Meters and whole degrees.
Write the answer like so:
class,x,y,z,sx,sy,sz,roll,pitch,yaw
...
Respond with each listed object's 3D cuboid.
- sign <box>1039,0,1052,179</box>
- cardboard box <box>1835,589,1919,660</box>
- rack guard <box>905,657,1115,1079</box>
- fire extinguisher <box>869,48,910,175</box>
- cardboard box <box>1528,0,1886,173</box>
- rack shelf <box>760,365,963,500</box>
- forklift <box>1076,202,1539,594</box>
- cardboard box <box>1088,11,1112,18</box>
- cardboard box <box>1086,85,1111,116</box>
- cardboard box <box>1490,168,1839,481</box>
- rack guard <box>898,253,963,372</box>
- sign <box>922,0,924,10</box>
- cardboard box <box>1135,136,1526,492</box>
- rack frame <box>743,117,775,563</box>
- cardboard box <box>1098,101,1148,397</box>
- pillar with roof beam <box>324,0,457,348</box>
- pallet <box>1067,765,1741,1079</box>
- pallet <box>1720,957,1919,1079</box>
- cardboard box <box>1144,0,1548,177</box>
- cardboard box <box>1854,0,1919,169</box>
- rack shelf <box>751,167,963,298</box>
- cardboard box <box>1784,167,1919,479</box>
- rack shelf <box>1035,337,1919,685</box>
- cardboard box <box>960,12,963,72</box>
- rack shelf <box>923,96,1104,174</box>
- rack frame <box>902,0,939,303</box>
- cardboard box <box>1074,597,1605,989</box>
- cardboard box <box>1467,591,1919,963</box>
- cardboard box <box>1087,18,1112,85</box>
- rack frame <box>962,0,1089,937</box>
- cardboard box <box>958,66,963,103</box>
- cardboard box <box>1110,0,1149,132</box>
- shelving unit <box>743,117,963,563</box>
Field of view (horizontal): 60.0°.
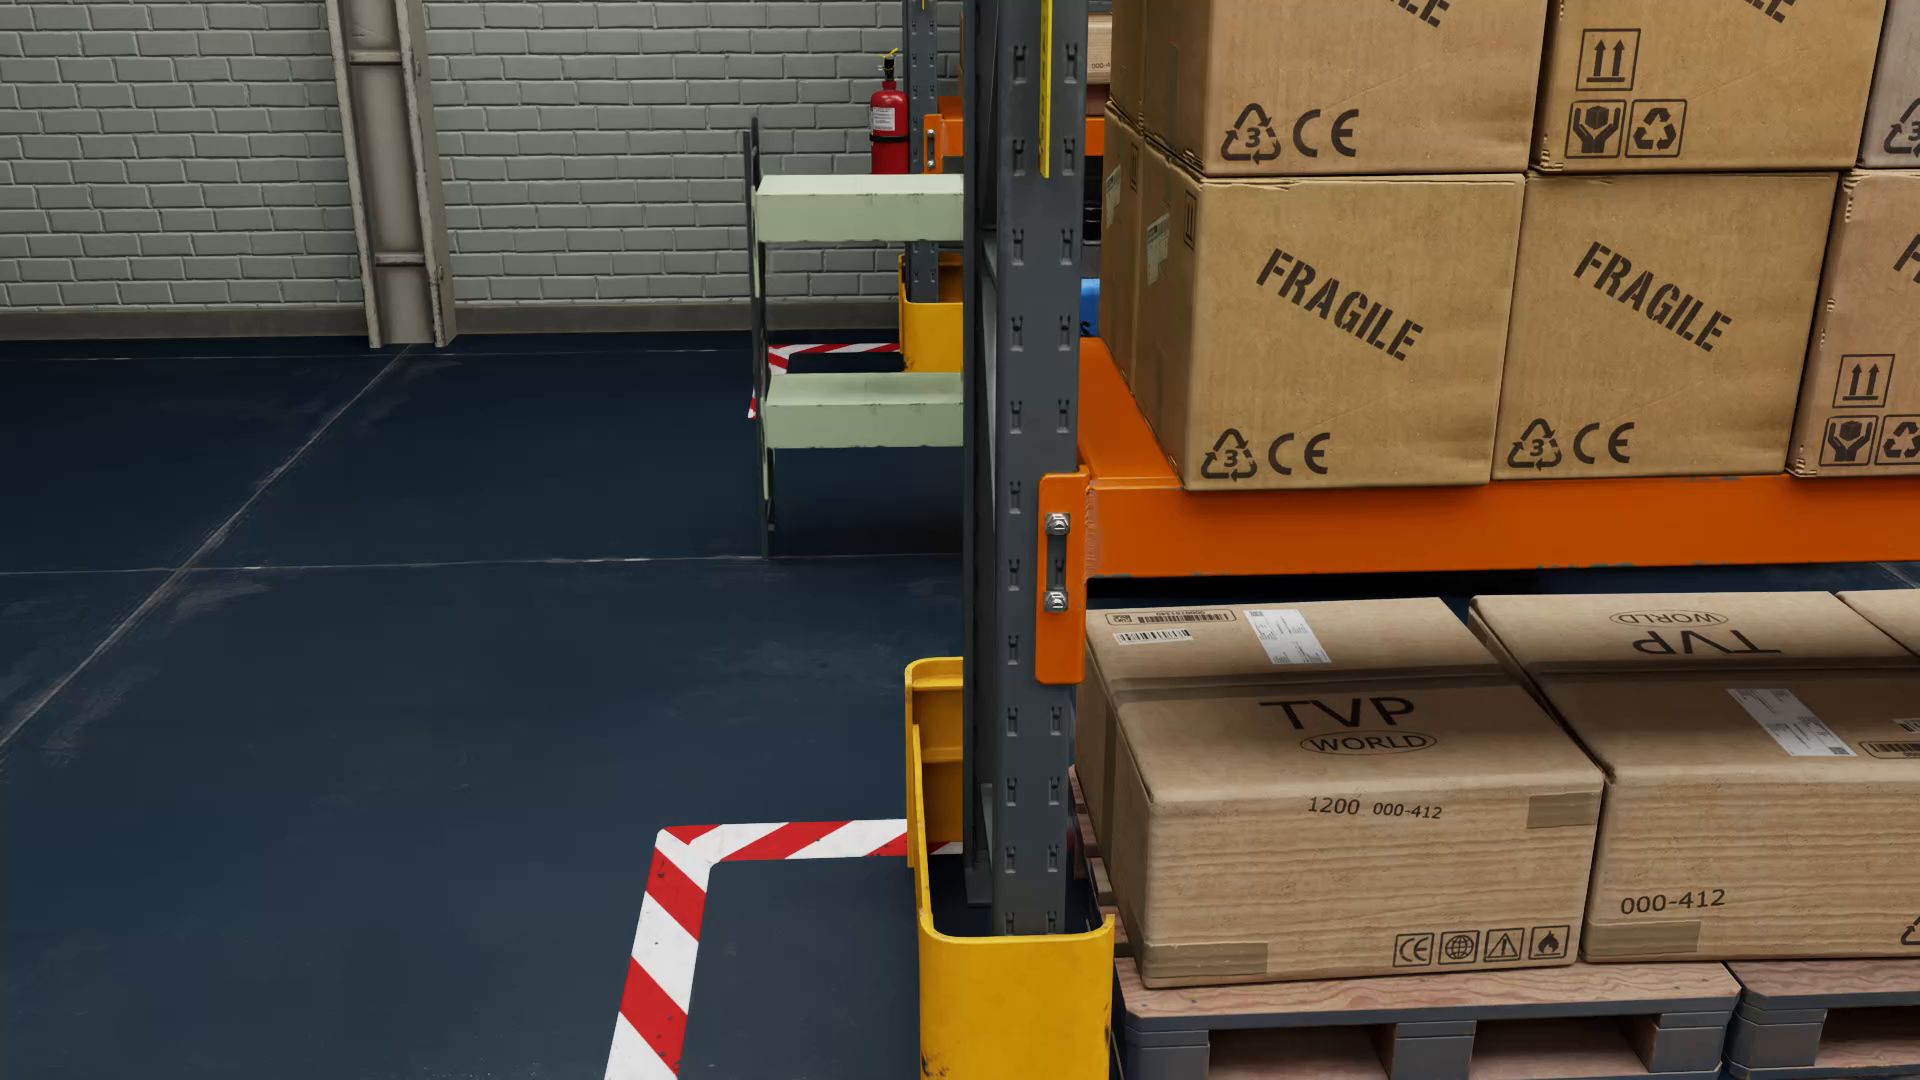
class,x,y,z,sx,sy,sz,roll,pitch,yaw
sign,0.123,-0.692,2.394,0.005,0.325,0.100,-1,21,-3
cardboard box,2.564,0.465,3.694,0.875,0.438,0.875,-2,21,-5
rack guard,0.073,0.721,3.524,0.348,0.500,1.175,-1,21,-3
fire extinguisher,-0.310,-1.833,7.353,0.183,0.674,0.296,-1,21,-3
cardboard box,1.108,-0.883,2.679,0.500,0.500,0.500,-2,21,-5
rack shelf,-0.334,-0.391,5.958,0.720,0.370,0.431,-1,21,-2
forklift,1.569,-1.376,5.617,3.031,2.935,1.130,-1,21,-2
cardboard box,0.769,-2.393,7.984,0.500,0.250,0.500,-1,21,-3
cardboard box,0.666,-2.042,7.621,0.250,0.149,0.380,-1,21,-4
cardboard box,1.096,-0.422,2.874,0.500,0.500,0.500,-1,21,-4
rack guard,-0.114,-1.044,8.161,0.348,0.500,1.175,-1,21,-3
sign,-0.159,-2.423,7.052,0.005,0.325,0.100,-1,21,-3
cardboard box,0.593,-0.402,2.821,0.500,0.500,0.500,-1,21,-3
rack frame,-0.700,-0.690,5.826,0.023,1.500,0.400,-1,21,-2
cardboard box,0.564,-0.598,3.336,0.500,0.500,0.500,-1,21,-3
pillar with roof beam,-2.687,-3.751,3.325,0.400,9.000,9.100,-1,21,-3
pallet,0.891,0.812,3.693,1.213,0.211,1.003,-1,21,-3
pallet,2.106,0.788,3.755,1.213,0.211,1.003,-1,21,-3
cardboard box,0.593,-0.870,2.645,0.500,0.500,0.500,-2,21,-4
cardboard box,1.622,-0.896,2.714,0.500,0.500,0.500,-1,21,-3
rack shelf,-0.334,-1.061,5.703,0.720,0.370,0.431,-1,21,-2
cardboard box,1.605,-0.426,2.884,0.500,0.500,0.500,-1,21,-3
rack shelf,2.094,-0.152,3.315,4.000,0.370,1.077,-1,21,-3
cardboard box,0.254,-2.383,7.958,0.500,0.250,0.500,-1,21,-1
rack shelf,1.807,-1.915,7.947,4.000,0.370,1.077,-1,21,-3
rack frame,-0.190,-2.211,7.712,0.127,3.000,1.000,-1,21,-3
cardboard box,0.751,0.505,3.590,0.875,0.438,0.875,-2,21,-5
cardboard box,1.664,0.483,3.647,0.875,0.438,0.875,-1,21,-2
cardboard box,0.782,-2.203,7.486,0.500,0.250,0.500,-1,21,-2
rack frame,0.097,-0.448,3.081,0.127,3.000,1.000,-1,21,-3
cardboard box,0.126,-2.195,8.025,0.250,0.149,0.380,-1,21,-4
cardboard box,0.565,-1.056,3.133,0.500,0.500,0.500,0,21,-1
shelving unit,-0.334,-0.696,5.842,0.755,1.500,0.431,-1,21,-2
